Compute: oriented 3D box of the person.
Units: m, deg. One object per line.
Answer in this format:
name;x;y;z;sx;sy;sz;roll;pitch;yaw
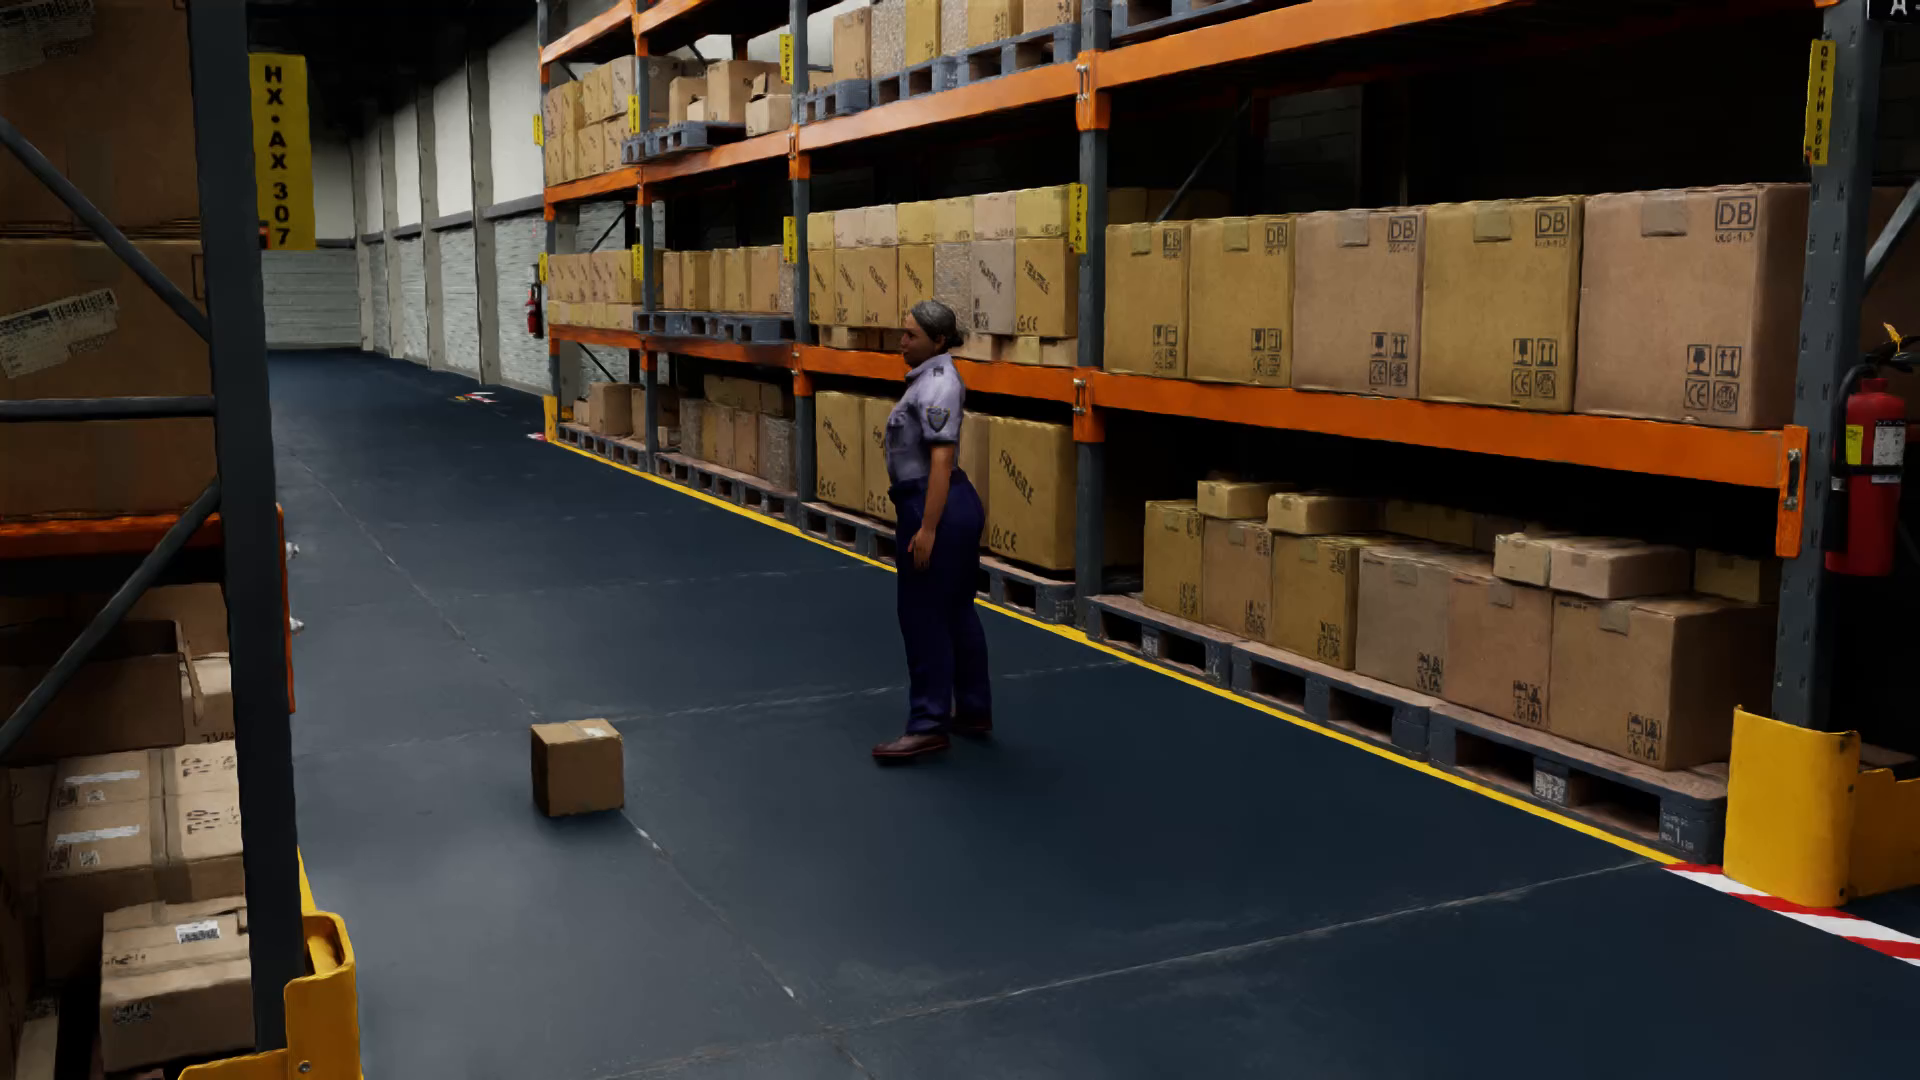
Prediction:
person;-0.089;-0.051;6.148;0.404;1.647;0.624;1;9;7
